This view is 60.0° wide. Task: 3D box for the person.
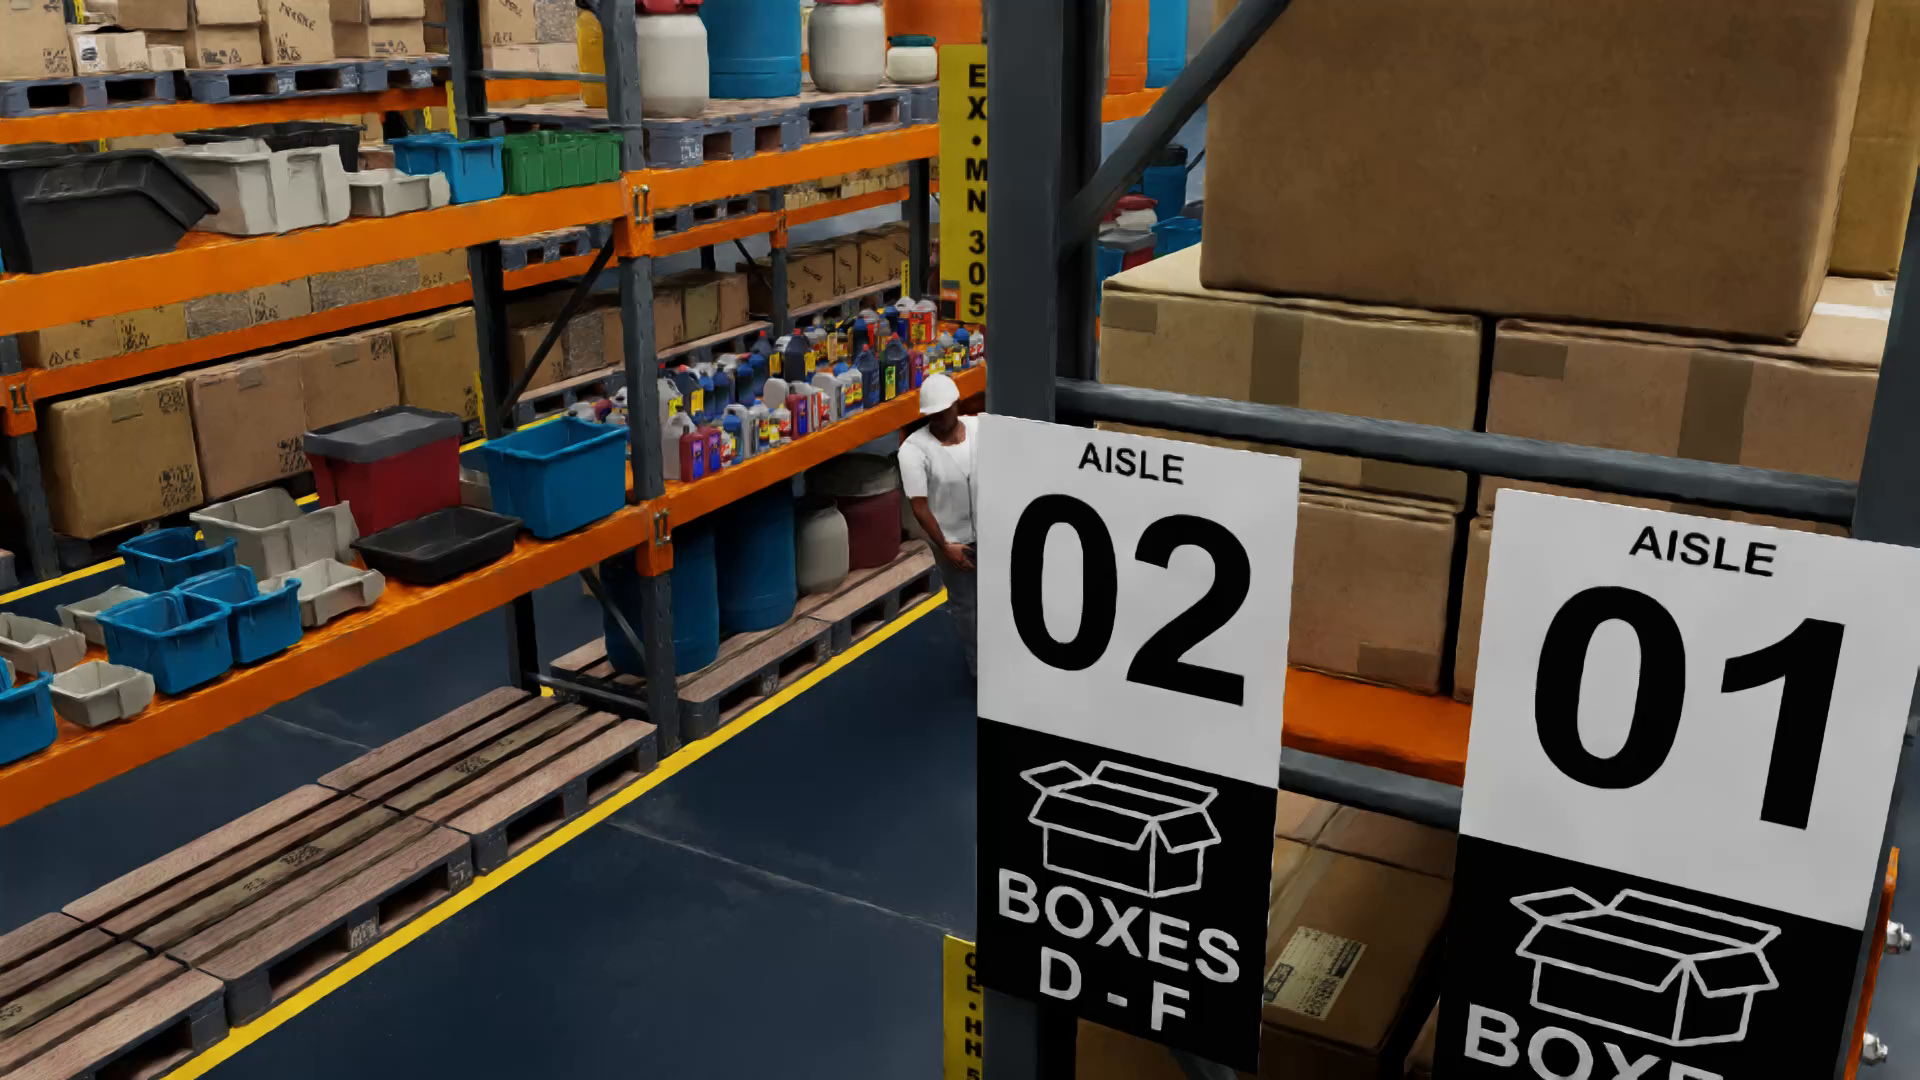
[{"bbox_3d":[0.056,-0.041,8.652,0.751,1.735,0.485,-11,22,-29],"label":"person"}]
